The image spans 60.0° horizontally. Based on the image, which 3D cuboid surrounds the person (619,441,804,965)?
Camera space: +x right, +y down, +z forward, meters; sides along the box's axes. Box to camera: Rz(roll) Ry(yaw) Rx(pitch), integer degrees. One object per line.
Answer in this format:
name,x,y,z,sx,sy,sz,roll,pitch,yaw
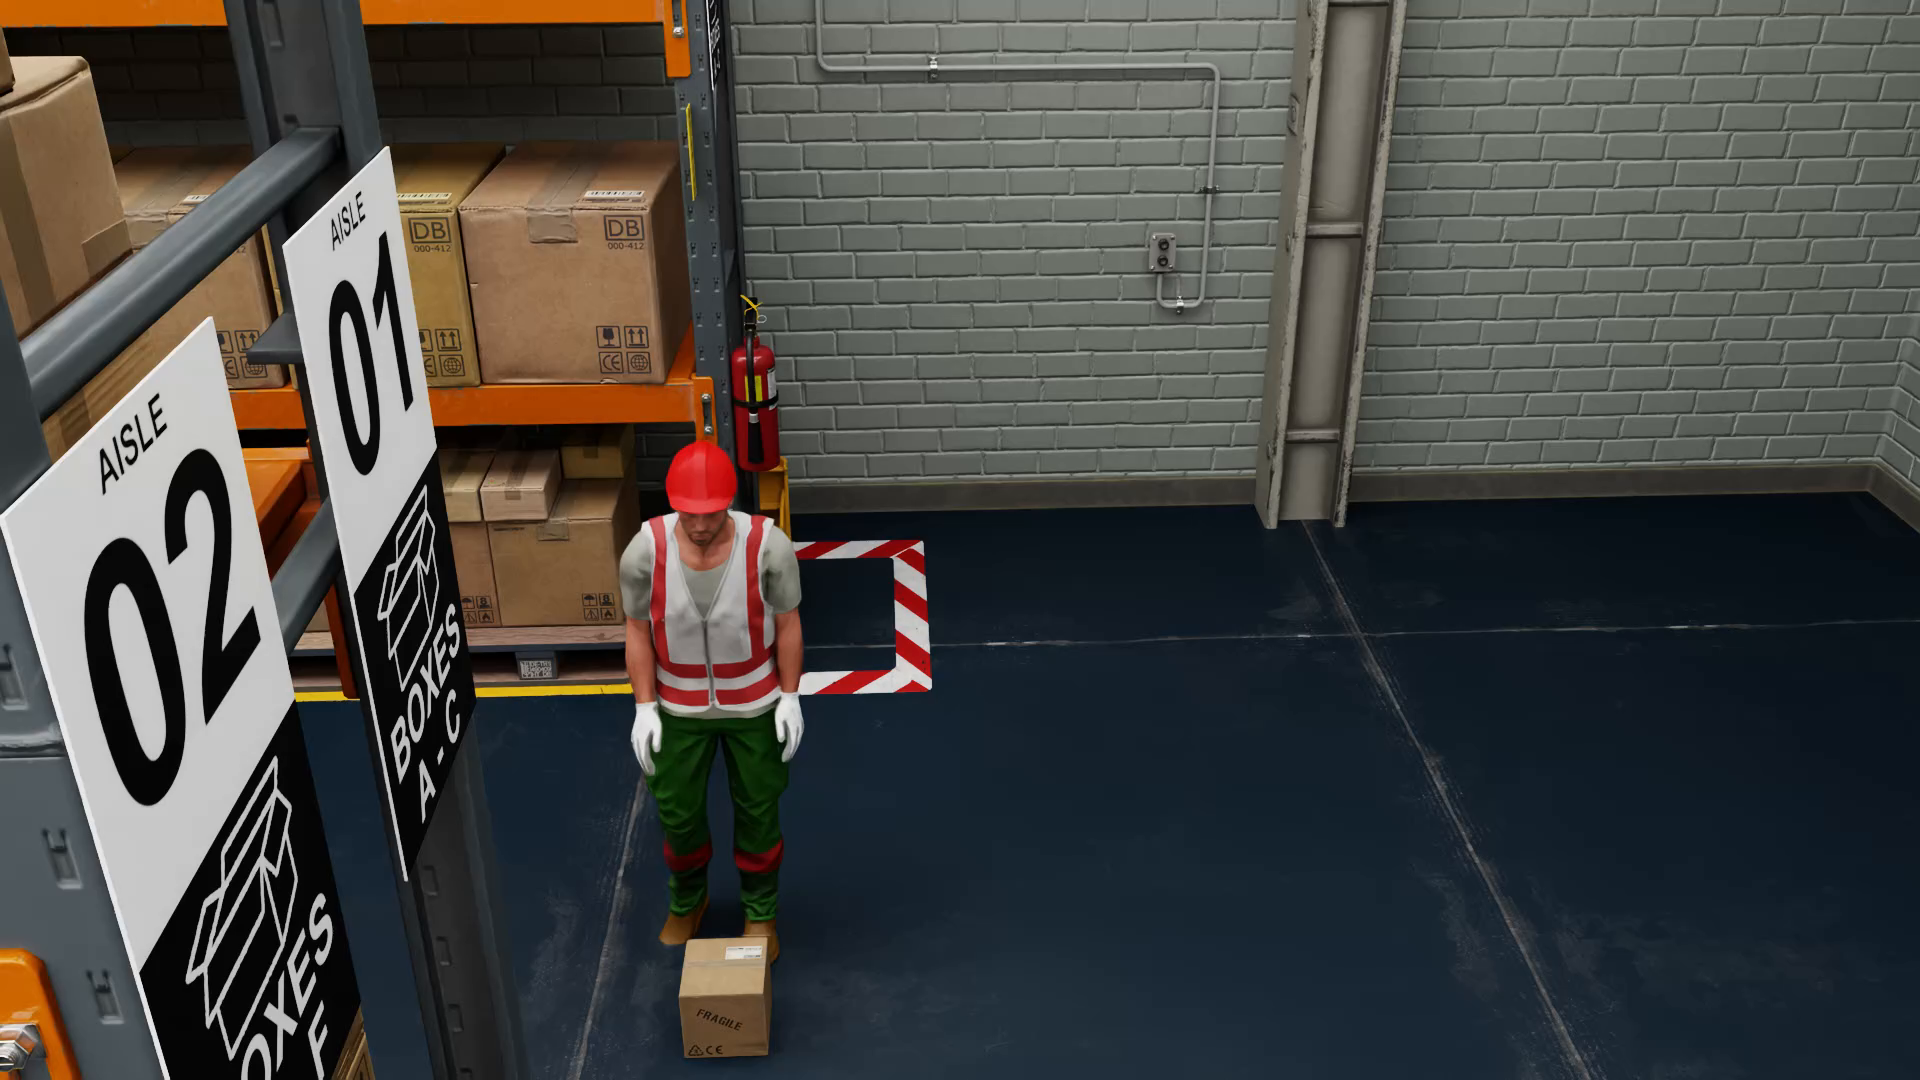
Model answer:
person,-0.739,0.546,5.099,0.539,1.857,0.413,-1,27,-3
